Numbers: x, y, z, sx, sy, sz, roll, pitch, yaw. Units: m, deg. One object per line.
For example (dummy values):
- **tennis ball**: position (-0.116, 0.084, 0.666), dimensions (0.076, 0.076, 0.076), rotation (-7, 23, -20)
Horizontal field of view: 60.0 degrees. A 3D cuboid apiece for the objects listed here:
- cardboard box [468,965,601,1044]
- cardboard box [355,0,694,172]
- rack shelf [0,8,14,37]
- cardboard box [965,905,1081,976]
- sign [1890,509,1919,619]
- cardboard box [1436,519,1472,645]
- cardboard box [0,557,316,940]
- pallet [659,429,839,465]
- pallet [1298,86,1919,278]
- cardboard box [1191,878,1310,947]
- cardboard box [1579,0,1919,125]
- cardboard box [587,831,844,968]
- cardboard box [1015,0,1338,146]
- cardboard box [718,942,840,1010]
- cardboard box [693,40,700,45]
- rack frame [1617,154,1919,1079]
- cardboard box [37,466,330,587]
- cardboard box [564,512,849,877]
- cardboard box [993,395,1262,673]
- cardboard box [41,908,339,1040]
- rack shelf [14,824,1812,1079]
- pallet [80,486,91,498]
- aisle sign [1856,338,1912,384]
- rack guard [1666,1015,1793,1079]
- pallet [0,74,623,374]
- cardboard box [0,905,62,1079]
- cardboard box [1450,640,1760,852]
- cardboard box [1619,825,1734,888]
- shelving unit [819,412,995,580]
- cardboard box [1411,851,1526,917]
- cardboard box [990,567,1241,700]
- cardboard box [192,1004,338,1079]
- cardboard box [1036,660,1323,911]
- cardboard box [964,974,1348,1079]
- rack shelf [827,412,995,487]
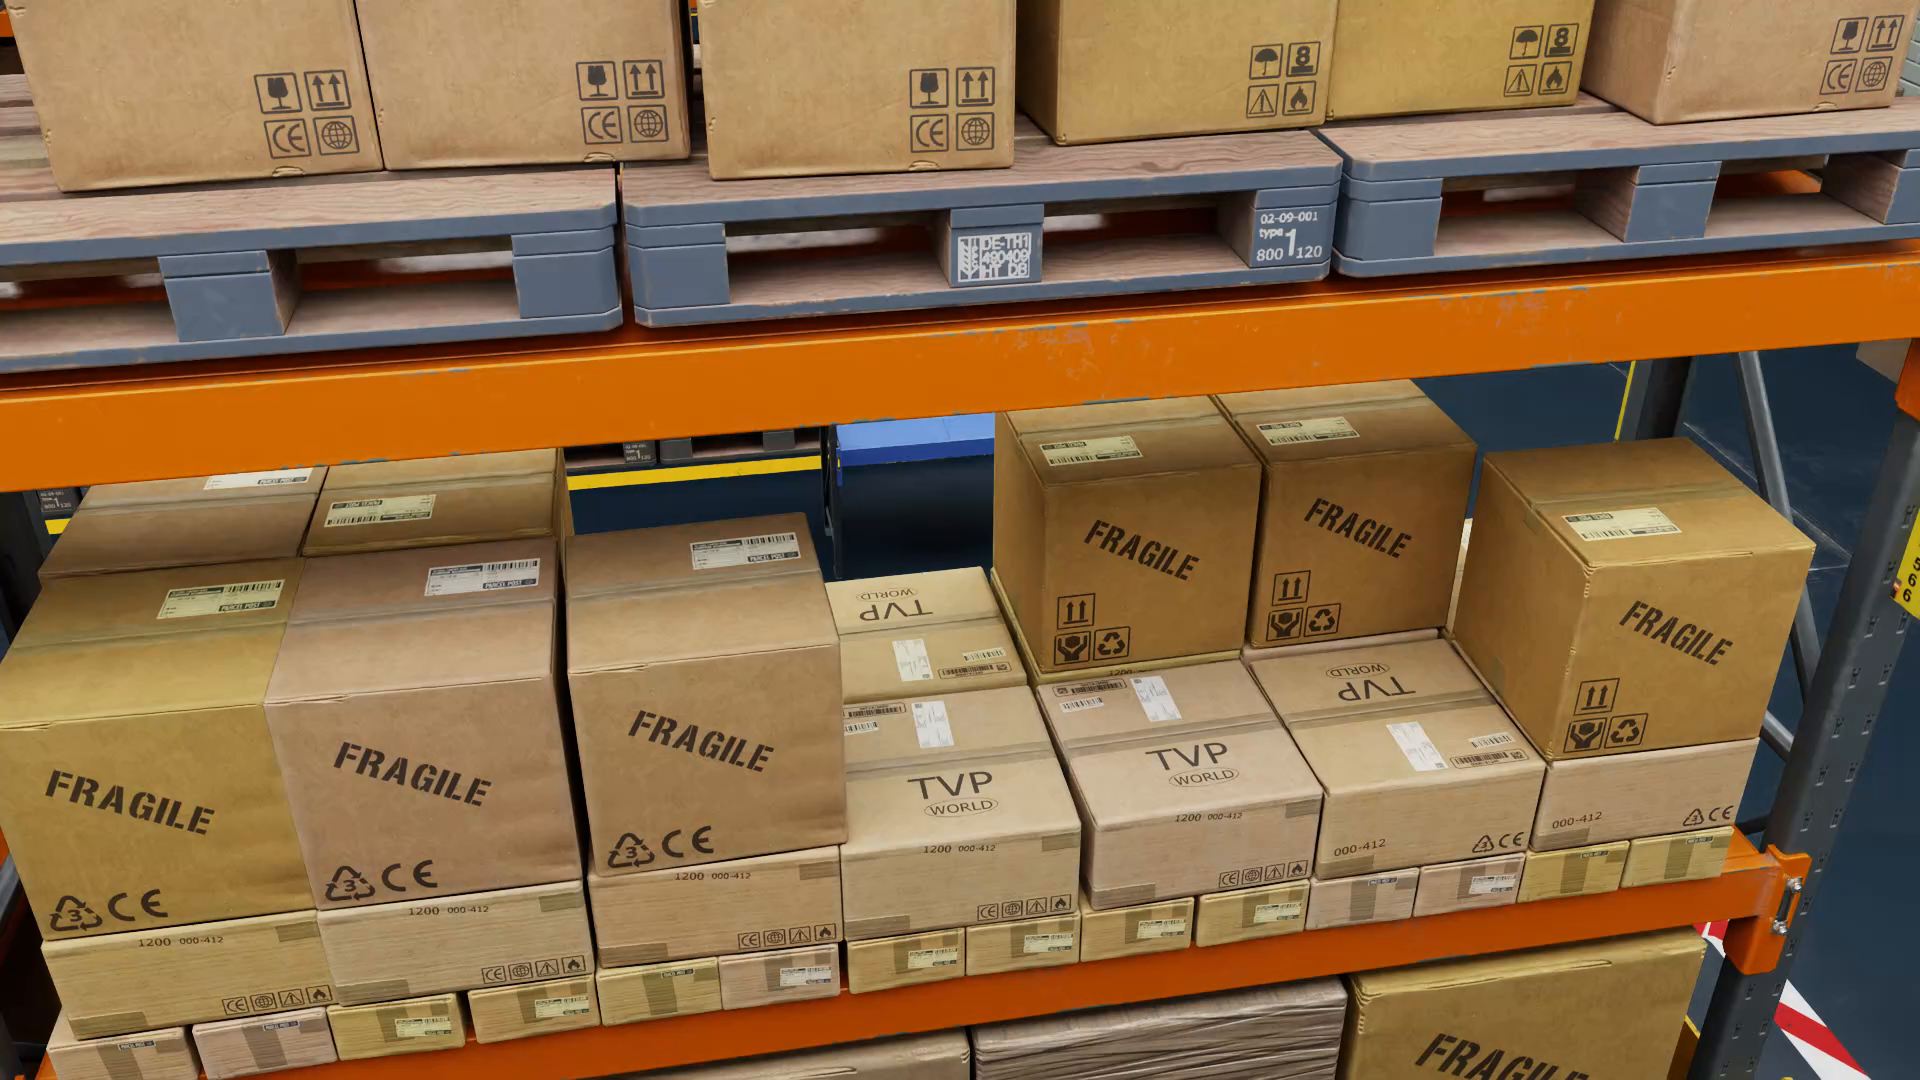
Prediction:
- **cardboard box**: position (-0.907, 0.870, 3.559), dimensions (0.250, 0.149, 0.380), rotation (-6, 31, -10)
- **cardboard box**: position (-0.745, -1.013, 2.942), dimensions (0.500, 0.500, 0.700), rotation (-4, 31, -6)
- **rack shelf**: position (-5.782, -3.751, 11.880), dimensions (4.000, 0.370, 1.077), rotation (-5, 31, -9)
- **cardboard box**: position (0.106, 0.775, 3.720), dimensions (0.250, 0.149, 0.380), rotation (-5, 31, -8)
- **sign**: position (1.985, 0.001, 3.413), dimensions (0.005, 0.325, 0.100), rotation (-5, 31, -9)
- **cardboard box**: position (1.380, 0.176, 4.345), dimensions (0.500, 0.250, 0.500), rotation (-6, 31, -10)
- **cardboard box**: position (-1.517, 0.393, 3.237), dimensions (0.500, 0.500, 0.500), rotation (-5, 31, -9)
- **pallet**: position (-1.007, -0.771, 8.853), dimensions (1.213, 0.211, 1.003), rotation (-5, 31, -9)
- **pallet**: position (1.173, -0.851, 3.367), dimensions (1.213, 0.211, 1.003), rotation (-5, 31, -9)
- **cardboard box**: position (0.605, 0.730, 3.798), dimensions (0.250, 0.149, 0.380), rotation (-6, 31, -10)
- **cardboard box**: position (1.399, -1.155, 3.185), dimensions (0.500, 0.500, 0.700), rotation (-7, 31, -12)
- **cardboard box**: position (-0.526, 0.627, 3.579), dimensions (0.500, 0.250, 0.500), rotation (-5, 31, -8)
- **cardboard box**: position (0.324, -1.093, 3.078), dimensions (0.500, 0.500, 0.700), rotation (-7, 31, -12)
- **cardboard box**: position (-0.408, 0.824, 3.637), dimensions (0.250, 0.149, 0.380), rotation (-5, 31, -8)
- **cardboard box**: position (-1.967, -3.531, 12.825), dimensions (0.637, 0.503, 0.797), rotation (-5, 31, -9)
- **rack frame**: position (1.901, 0.331, 4.228), dimensions (0.127, 3.000, 1.000), rotation (-5, 31, -9)
- **cardboard box**: position (-1.630, 0.134, 3.678), dimensions (0.500, 0.500, 0.500), rotation (-4, 31, -7)
- **cardboard box**: position (-0.520, 0.302, 3.392), dimensions (0.500, 0.500, 0.500), rotation (-6, 31, -10)
- **cardboard box**: position (0.380, -0.051, 3.992), dimensions (0.500, 0.500, 0.500), rotation (-6, 31, -10)
- **cardboard box**: position (-1.525, 0.720, 3.421), dimensions (0.500, 0.250, 0.500), rotation (-6, 31, -10)
- **rack shelf**: position (-0.067, 0.823, 4.100), dimensions (4.000, 0.370, 1.077), rotation (-5, 31, -9)
- **pallet**: position (-3.692, -0.522, 8.429), dimensions (1.213, 0.211, 1.003), rotation (-5, 31, -9)
- **aisle sign**: position (2.026, -0.647, 3.326), dimensions (0.004, 0.787, 0.394), rotation (-5, 31, -9)
- **rack guard**: position (1.924, 1.406, 4.866), dimensions (0.348, 0.500, 1.175), rotation (-5, 31, -9)
- **pallet**: position (-1.227, -0.628, 2.988), dimensions (1.213, 0.211, 1.003), rotation (-5, 31, -9)
- **cardboard box**: position (-2.660, 1.499, 3.923), dimensions (0.875, 0.875, 1.225), rotation (-5, 31, -9)
- **cardboard box**: position (1.472, 0.444, 3.891), dimensions (0.500, 0.250, 0.500), rotation (-6, 31, -10)
- **cardboard box**: position (1.610, 0.636, 3.958), dimensions (0.250, 0.149, 0.380), rotation (-5, 31, -8)
- **shelving unit**: position (-0.084, -0.639, 7.357), dimensions (1.048, 1.500, 0.538), rotation (-5, 31, -9)
- **cardboard box**: position (1.106, 0.683, 3.878), dimensions (0.250, 0.149, 0.380), rotation (-5, 31, -9)
- **cardboard box**: position (0.375, 0.271, 4.184), dimensions (0.500, 0.250, 0.500), rotation (-6, 31, -11)
- **cardboard box**: position (-1.425, 0.919, 3.476), dimensions (0.250, 0.149, 0.380), rotation (-6, 31, -11)
- **cardboard box**: position (0.472, 0.536, 3.733), dimensions (0.500, 0.250, 0.500), rotation (-6, 31, -11)
- **cardboard box**: position (0.391, 1.247, 4.352), dimensions (0.875, 0.875, 0.875), rotation (-5, 31, -9)
- **rack shelf**: position (-0.084, -0.484, 7.448), dimensions (1.000, 0.185, 0.538), rotation (-5, 31, -9)
